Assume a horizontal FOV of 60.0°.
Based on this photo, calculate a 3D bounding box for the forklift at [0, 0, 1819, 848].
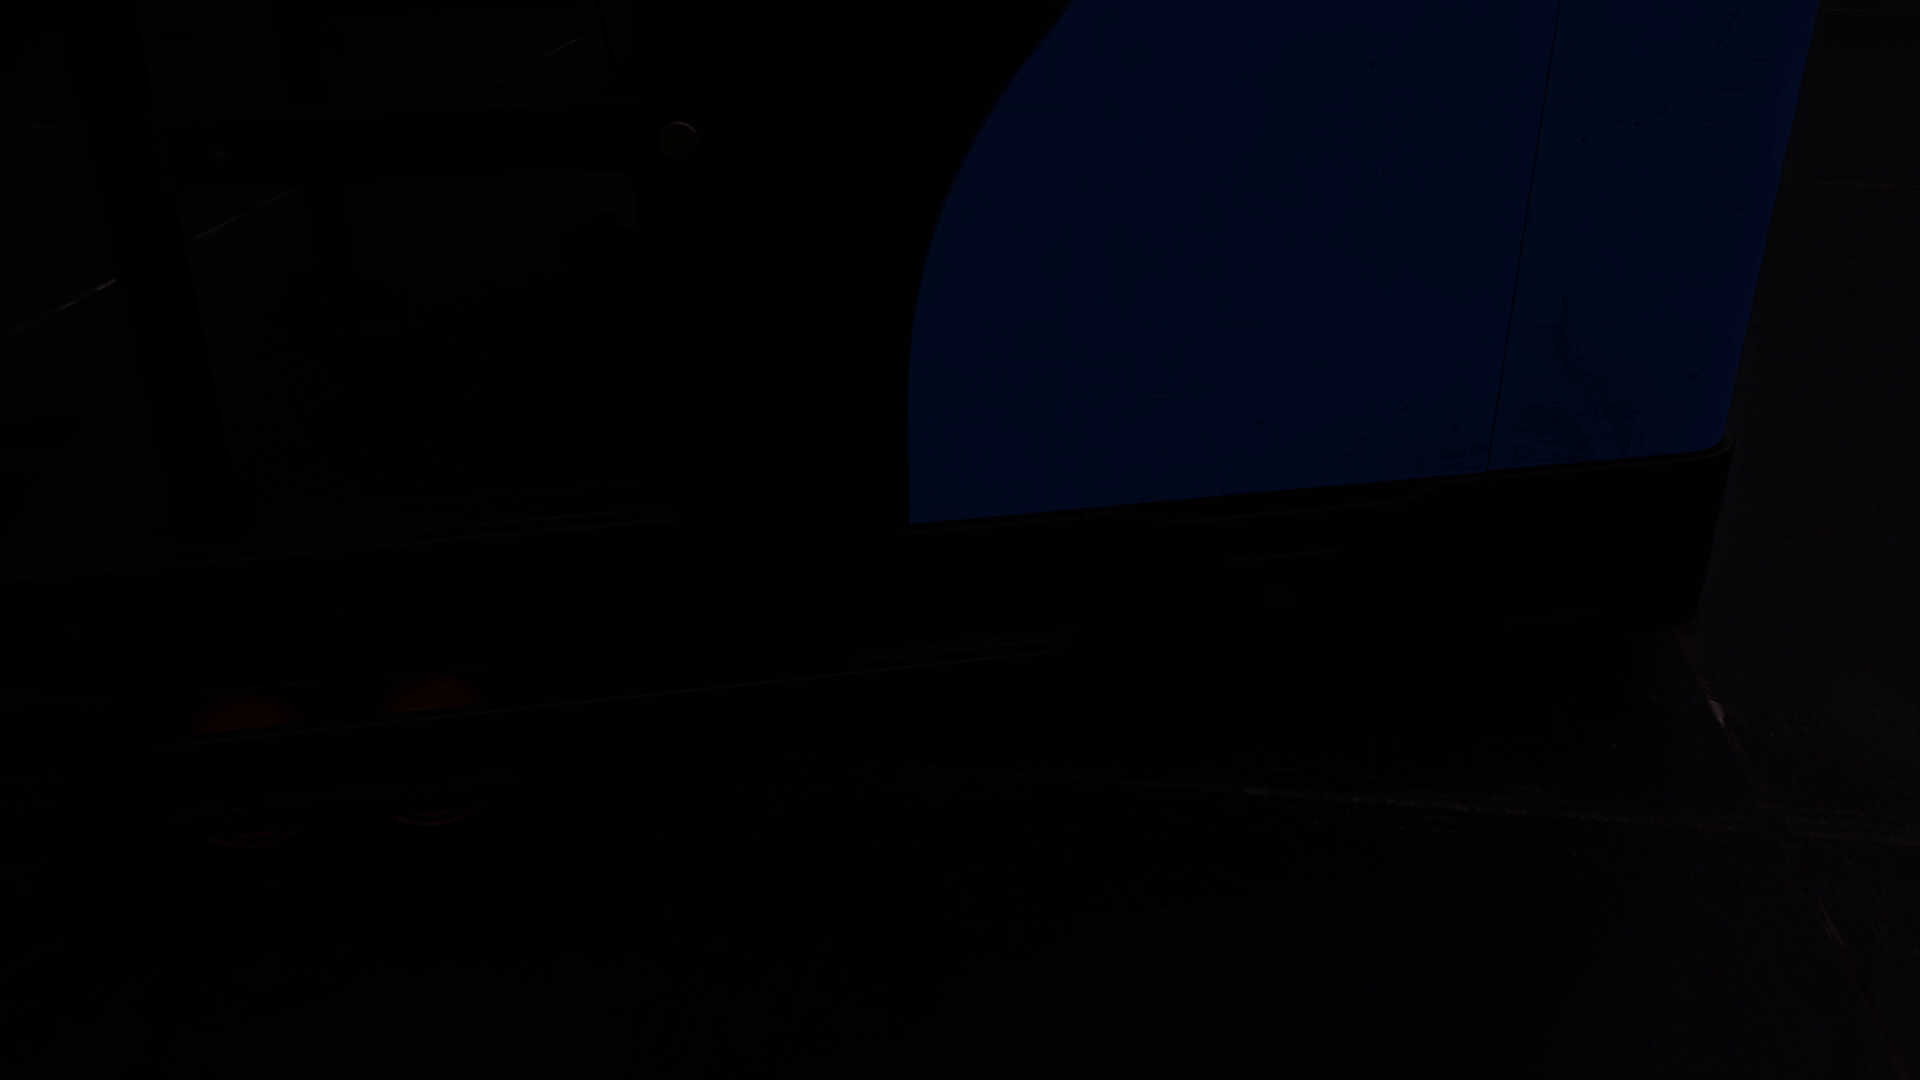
[{"bbox_3d":[-0.604,-1.232,1.685,3.031,2.935,1.130,-5,27,-10],"label":"forklift"}]
